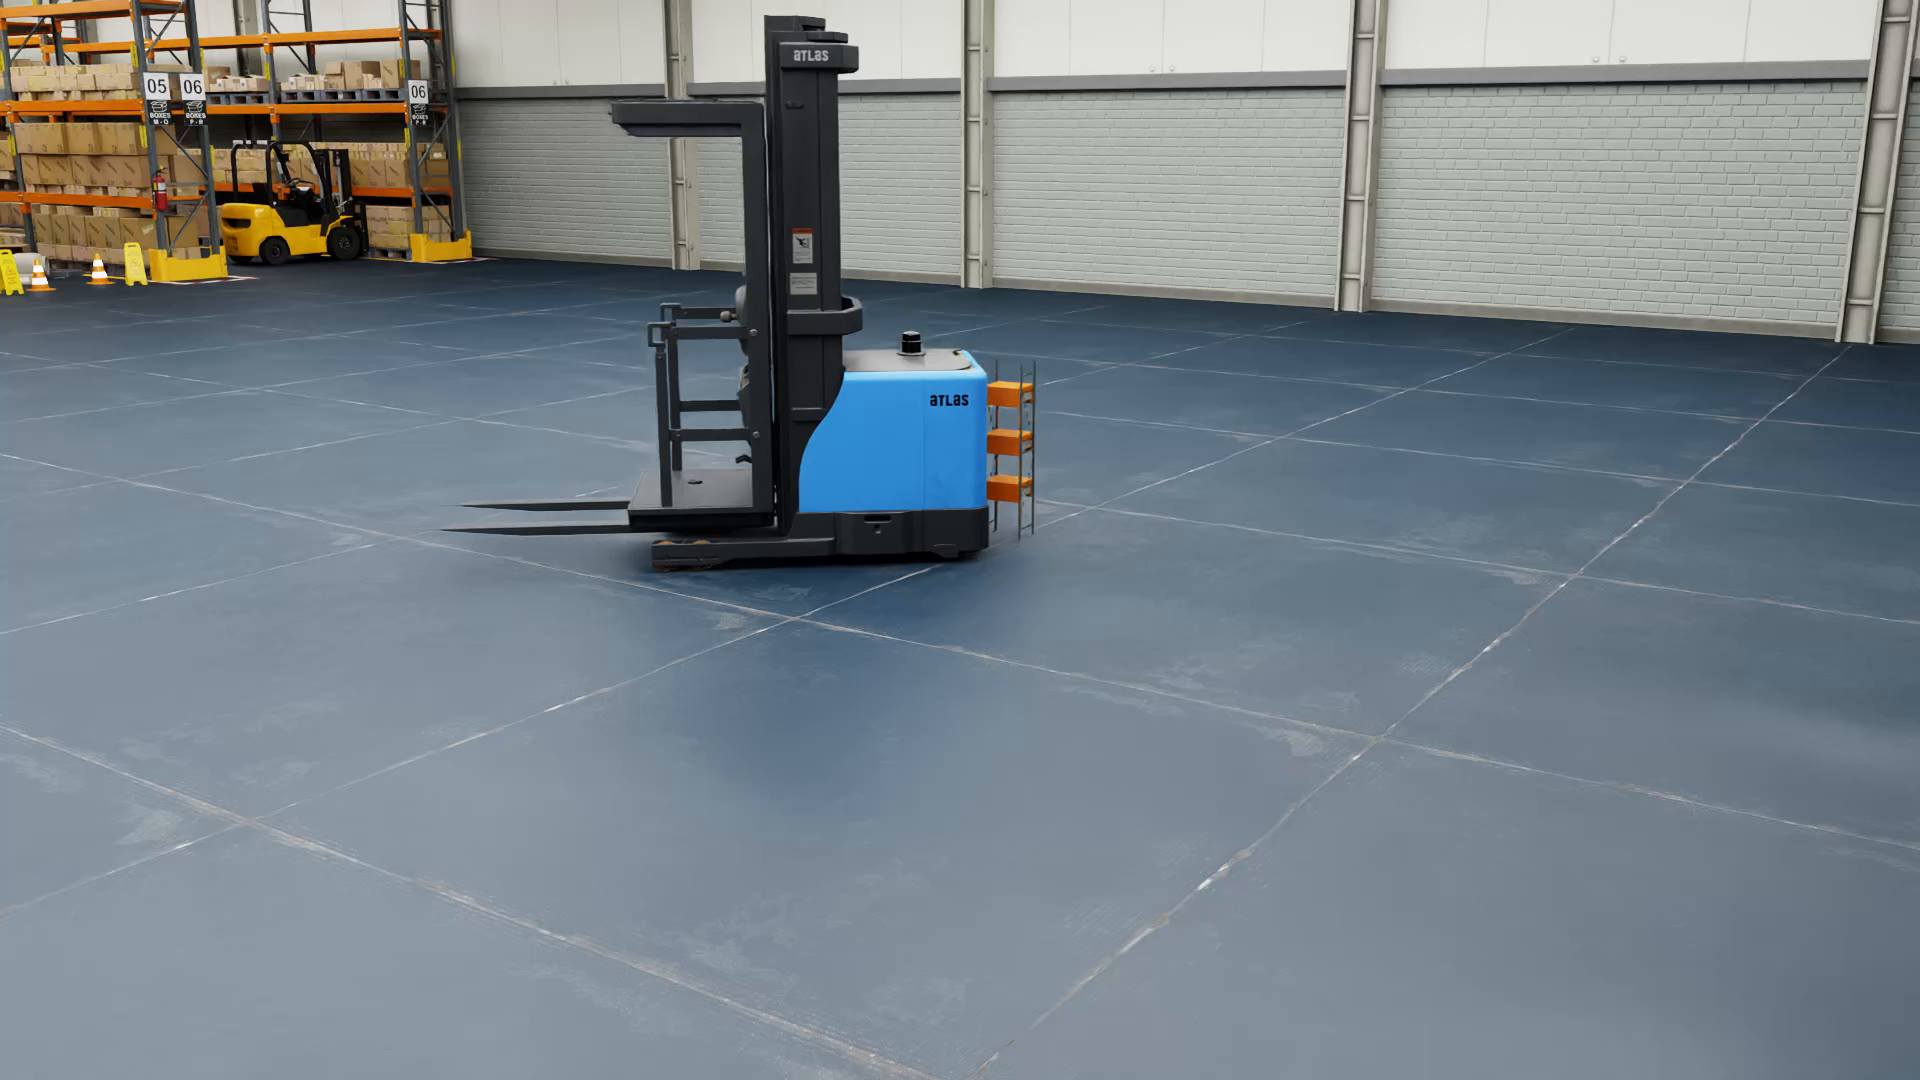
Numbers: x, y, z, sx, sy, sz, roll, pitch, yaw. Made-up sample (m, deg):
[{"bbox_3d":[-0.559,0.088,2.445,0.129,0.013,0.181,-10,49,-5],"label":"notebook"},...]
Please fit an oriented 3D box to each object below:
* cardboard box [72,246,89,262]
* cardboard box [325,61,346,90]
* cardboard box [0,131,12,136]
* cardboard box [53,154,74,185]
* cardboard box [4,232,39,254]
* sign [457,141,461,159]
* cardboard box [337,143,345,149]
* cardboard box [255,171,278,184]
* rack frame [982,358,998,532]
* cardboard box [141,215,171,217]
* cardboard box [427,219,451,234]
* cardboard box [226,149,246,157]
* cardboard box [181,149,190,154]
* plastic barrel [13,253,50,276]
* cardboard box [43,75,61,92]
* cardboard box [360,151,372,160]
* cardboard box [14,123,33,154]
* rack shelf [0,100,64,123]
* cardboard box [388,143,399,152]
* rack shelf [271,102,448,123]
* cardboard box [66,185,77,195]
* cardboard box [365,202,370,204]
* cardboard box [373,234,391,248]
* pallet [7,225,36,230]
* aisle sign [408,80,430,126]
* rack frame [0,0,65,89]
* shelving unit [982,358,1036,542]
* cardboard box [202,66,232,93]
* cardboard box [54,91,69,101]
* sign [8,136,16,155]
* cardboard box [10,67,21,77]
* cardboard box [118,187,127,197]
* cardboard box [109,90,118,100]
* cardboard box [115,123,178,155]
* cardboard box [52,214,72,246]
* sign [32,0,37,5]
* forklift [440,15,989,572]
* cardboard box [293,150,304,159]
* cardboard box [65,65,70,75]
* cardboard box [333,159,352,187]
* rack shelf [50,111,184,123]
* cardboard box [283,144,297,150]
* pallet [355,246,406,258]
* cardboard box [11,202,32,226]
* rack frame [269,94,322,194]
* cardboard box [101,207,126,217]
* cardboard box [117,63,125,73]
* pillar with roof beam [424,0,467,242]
[{"bbox_3d":[-14.478,-4.807,27.849,0.500,0.250,0.500,9,16,32],"label":"cardboard box"},{"bbox_3d":[-11.383,-8.678,31.096,0.637,0.503,0.797,10,17,35],"label":"cardboard box"},{"bbox_3d":[-16.859,-7.182,29.541,0.250,0.149,0.380,10,17,36],"label":"cardboard box"},{"bbox_3d":[-14.659,-6.157,27.626,0.500,0.500,0.500,9,17,32],"label":"cardboard box"},{"bbox_3d":[-16.144,-5.209,29.219,0.625,0.372,0.950,9,17,34],"label":"cardboard box"},{"bbox_3d":[-9.306,-7.234,30.835,0.005,0.325,0.100,9,17,33],"label":"sign"},{"bbox_3d":[-11.511,-7.420,31.380,0.250,0.149,0.380,9,17,33],"label":"cardboard box"},{"bbox_3d":[-13.504,-7.144,32.752,0.500,0.250,0.500,10,17,34],"label":"cardboard box"},{"bbox_3d":[0.175,-0.543,9.834,0.008,1.050,0.200,7,16,26],"label":"rack frame"},{"bbox_3d":[-13.360,-5.144,27.647,0.500,0.500,0.500,8,16,31],"label":"cardboard box"},{"bbox_3d":[-9.895,-5.881,31.147,0.500,0.250,0.500,10,17,34],"label":"cardboard box"},{"bbox_3d":[-14.424,-7.732,33.257,0.250,0.149,0.380,9,17,33],"label":"cardboard box"},{"bbox_3d":[-15.709,-7.935,34.077,0.250,0.149,0.380,10,17,34],"label":"cardboard box"},{"bbox_3d":[-14.947,-4.399,26.714,0.512,0.421,0.421,-4,14,-16],"label":"plastic barrel"},{"bbox_3d":[-14.654,-7.488,27.281,0.500,0.250,0.500,9,17,33],"label":"cardboard box"},{"bbox_3d":[-10.922,-7.156,30.932,0.250,0.149,0.380,9,16,31],"label":"cardboard box"},{"bbox_3d":[-15.463,-6.787,28.091,0.500,0.500,0.700,9,17,32],"label":"cardboard box"},{"bbox_3d":[-17.367,-7.586,29.481,4.000,0.370,1.077,9,17,33],"label":"rack shelf"},{"bbox_3d":[-10.258,-7.206,30.512,0.250,0.149,0.380,9,17,33],"label":"cardboard box"},{"bbox_3d":[-11.281,-8.040,31.315,4.000,0.370,1.077,9,17,33],"label":"rack shelf"},{"bbox_3d":[-14.569,-5.810,27.573,0.250,0.149,0.380,9,17,33],"label":"cardboard box"},{"bbox_3d":[-11.583,-6.393,32.174,0.500,0.250,0.500,9,17,33],"label":"cardboard box"},{"bbox_3d":[-10.595,-5.603,31.062,0.500,0.250,0.500,9,17,33],"label":"cardboard box"},{"bbox_3d":[-21.164,-7.176,38.374,1.213,0.211,1.003,9,17,33],"label":"pallet"},{"bbox_3d":[-9.731,-7.860,29.921,0.004,0.787,0.394,9,17,33],"label":"aisle sign"},{"bbox_3d":[-15.707,-9.123,27.951,0.127,3.000,1.000,9,17,33],"label":"rack frame"},{"bbox_3d":[0.284,-0.530,9.780,0.252,1.050,0.215,7,16,26],"label":"shelving unit"},{"bbox_3d":[-14.950,-9.213,33.264,0.500,0.500,0.500,10,17,34],"label":"cardboard box"},{"bbox_3d":[-14.565,-7.264,27.206,0.250,0.149,0.380,9,16,32],"label":"cardboard box"},{"bbox_3d":[-16.014,-6.662,28.084,0.005,0.325,0.100,9,17,33],"label":"sign"},{"bbox_3d":[-15.628,-7.825,27.812,0.250,0.149,0.380,9,16,32],"label":"cardboard box"},{"bbox_3d":[-13.291,-5.611,26.769,0.250,0.149,0.380,9,16,32],"label":"cardboard box"},{"bbox_3d":[-13.267,-7.070,26.423,0.250,0.149,0.380,10,17,34],"label":"cardboard box"},{"bbox_3d":[-12.934,-6.378,26.438,0.500,0.500,0.700,9,16,31],"label":"cardboard box"},{"bbox_3d":[-14.918,-5.242,28.044,0.500,0.500,0.500,10,17,35],"label":"cardboard box"},{"bbox_3d":[-19.897,-11.573,35.736,0.005,0.325,0.100,9,17,33],"label":"sign"},{"bbox_3d":[-1.388,-1.383,9.311,3.031,2.935,1.130,-1,14,-6],"label":"forklift"},{"bbox_3d":[-12.607,-7.435,32.058,0.250,0.149,0.380,10,17,34],"label":"cardboard box"},{"bbox_3d":[-14.292,-7.633,27.037,0.250,0.149,0.380,10,17,34],"label":"cardboard box"},{"bbox_3d":[-11.450,-6.932,31.378,0.500,0.500,0.500,9,17,33],"label":"cardboard box"},{"bbox_3d":[-17.919,-9.113,35.649,4.000,0.370,1.077,9,17,33],"label":"rack shelf"},{"bbox_3d":[-12.841,-7.607,32.135,0.250,0.149,0.380,10,17,34],"label":"cardboard box"},{"bbox_3d":[-11.287,-5.569,31.882,1.213,0.211,1.003,9,17,33],"label":"pallet"},{"bbox_3d":[-21.372,-7.487,38.154,0.500,0.500,0.500,10,17,34],"label":"cardboard box"},{"bbox_3d":[-12.940,-7.201,32.672,0.127,3.000,1.000,9,17,33],"label":"rack frame"},{"bbox_3d":[-13.748,-5.348,27.124,0.250,0.149,0.380,10,17,34],"label":"cardboard box"},{"bbox_3d":[-13.026,-7.425,26.195,0.250,0.149,0.380,10,17,34],"label":"cardboard box"},{"bbox_3d":[-12.099,-8.992,27.420,0.400,9.000,9.100,9,17,33],"label":"pillar with roof beam"}]
